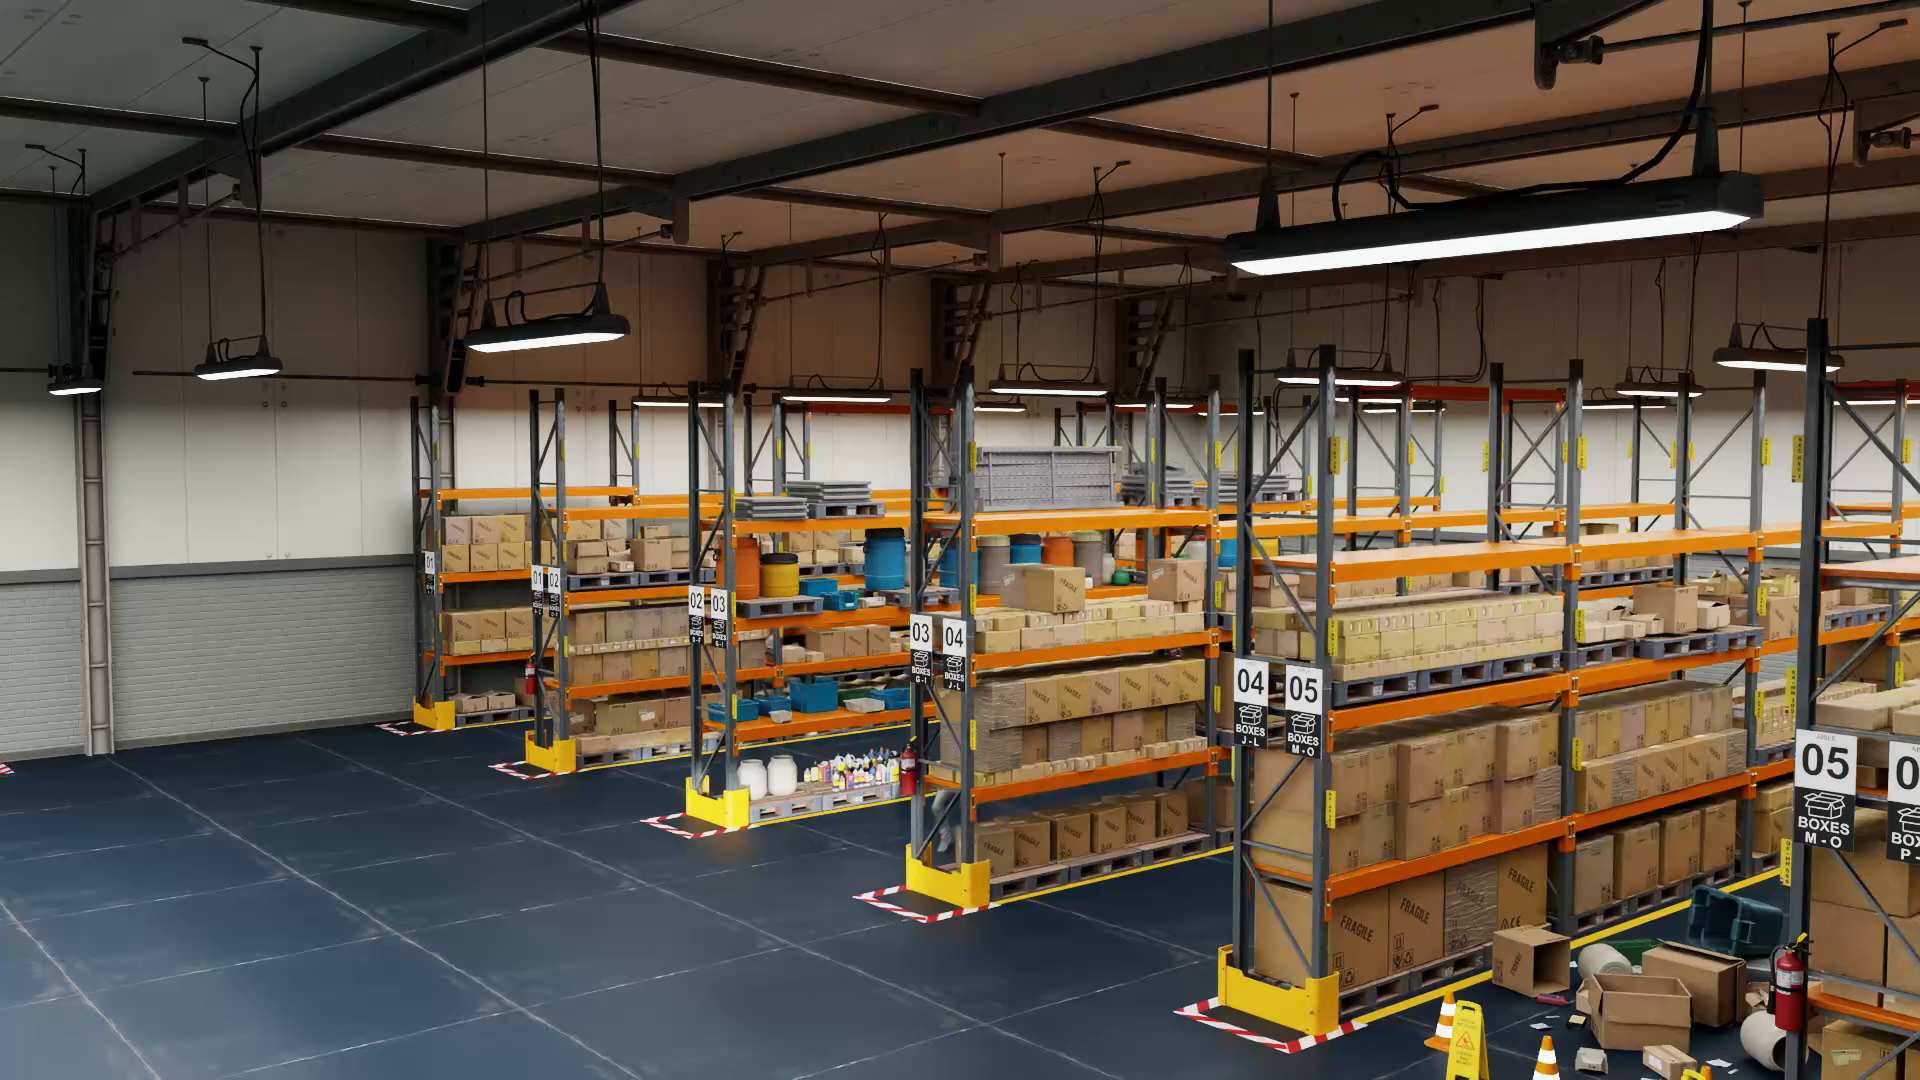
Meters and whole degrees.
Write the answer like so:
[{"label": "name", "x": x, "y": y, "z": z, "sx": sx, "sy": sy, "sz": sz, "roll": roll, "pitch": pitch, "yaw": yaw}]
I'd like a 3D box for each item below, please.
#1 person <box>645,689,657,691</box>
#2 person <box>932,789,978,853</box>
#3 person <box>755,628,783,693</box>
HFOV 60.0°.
[{"label": "person", "x": -5.475, "y": 2.669, "z": 29.238, "sx": 0.622, "sy": 1.547, "sz": 0.571, "roll": -3, "pitch": 5, "yaw": -43}, {"label": "person", "x": -0.003, "y": 3.095, "z": 20.998, "sx": 0.750, "sy": 1.719, "sz": 0.594, "roll": -3, "pitch": 5, "yaw": -45}, {"label": "person", "x": -3.585, "y": 2.361, "z": 31.168, "sx": 0.505, "sy": 1.642, "sz": 0.708, "roll": 3, "pitch": 4, "yaw": 39}]
